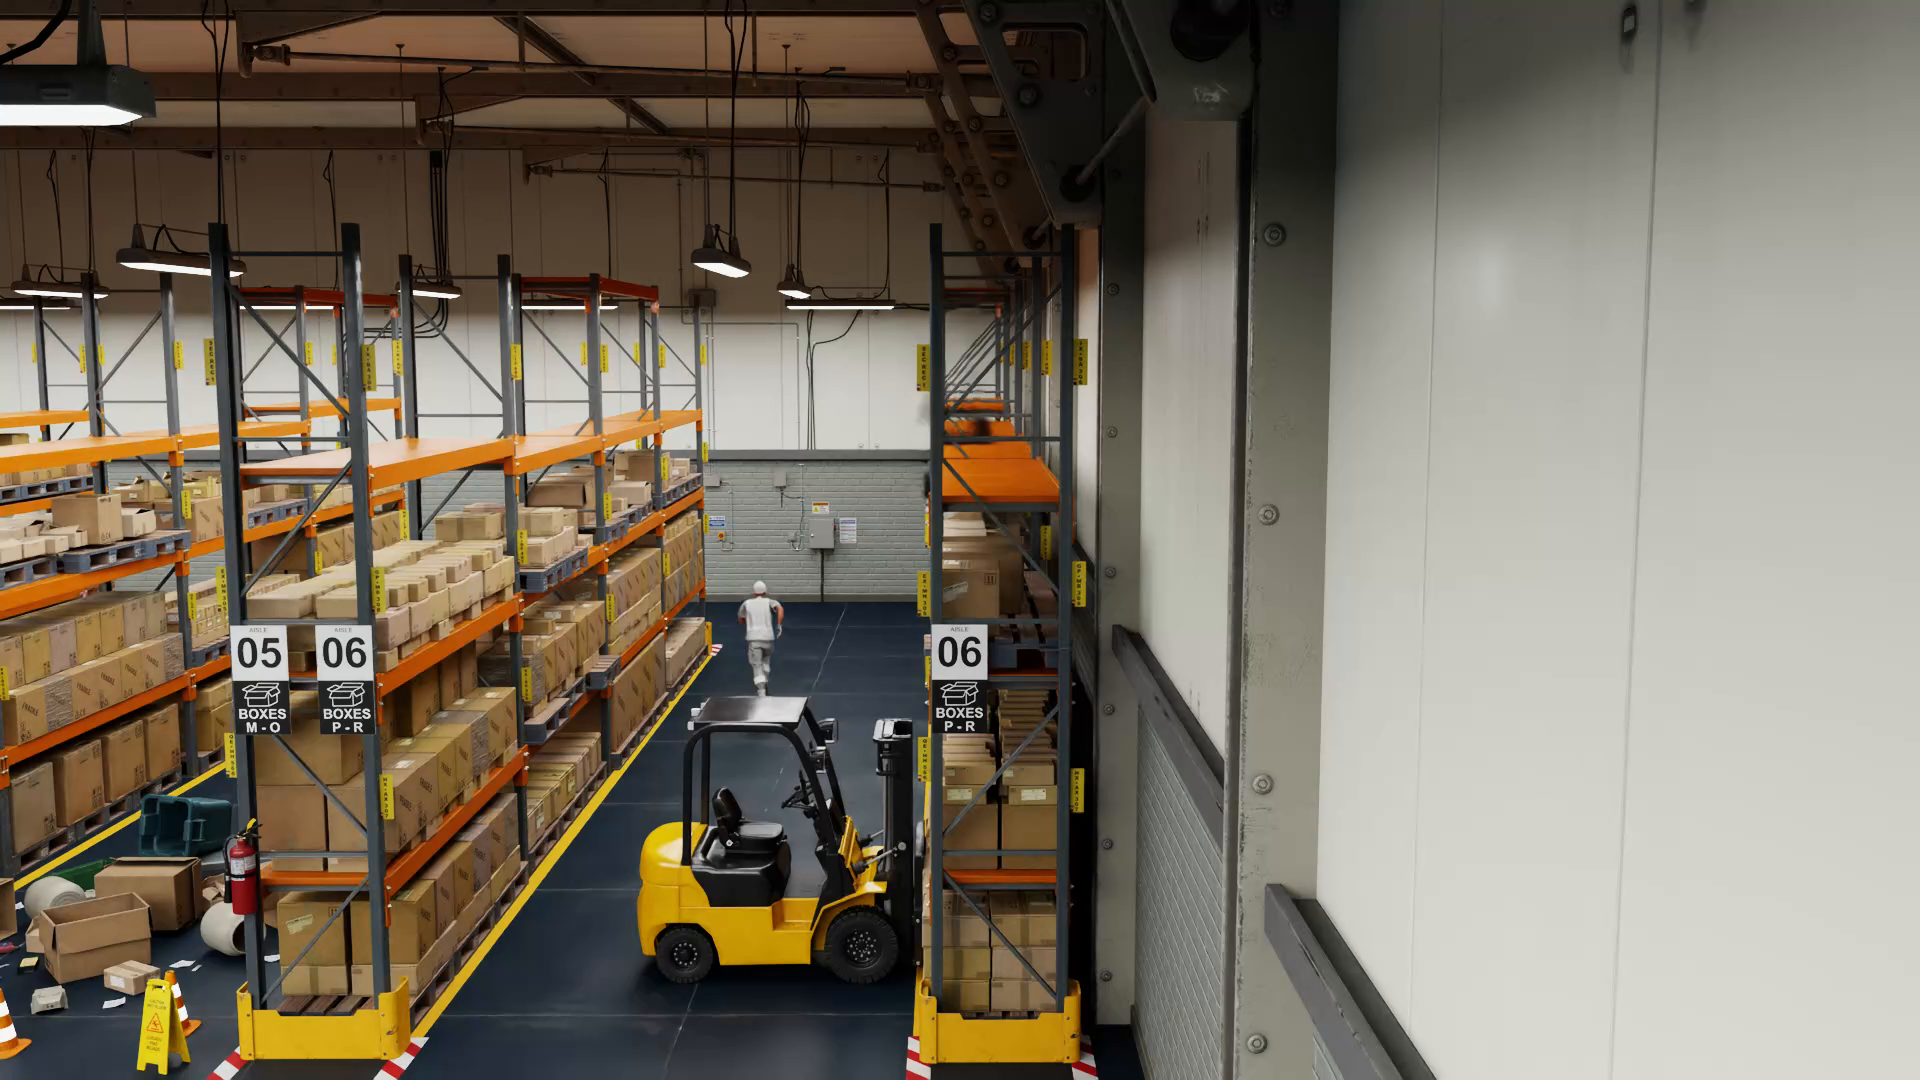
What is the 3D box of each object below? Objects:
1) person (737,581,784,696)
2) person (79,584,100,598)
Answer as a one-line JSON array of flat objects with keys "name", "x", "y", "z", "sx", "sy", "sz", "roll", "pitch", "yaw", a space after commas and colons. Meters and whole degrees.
[{"name": "person", "x": -2.882, "y": 1.494, "z": 24.057, "sx": 0.646, "sy": 1.758, "sz": 0.948, "roll": -2, "pitch": 7, "yaw": -13}, {"name": "person", "x": -12.943, "y": 1.380, "z": 24.986, "sx": 0.623, "sy": 1.812, "sz": 1.134, "roll": -1, "pitch": 7, "yaw": -7}]
